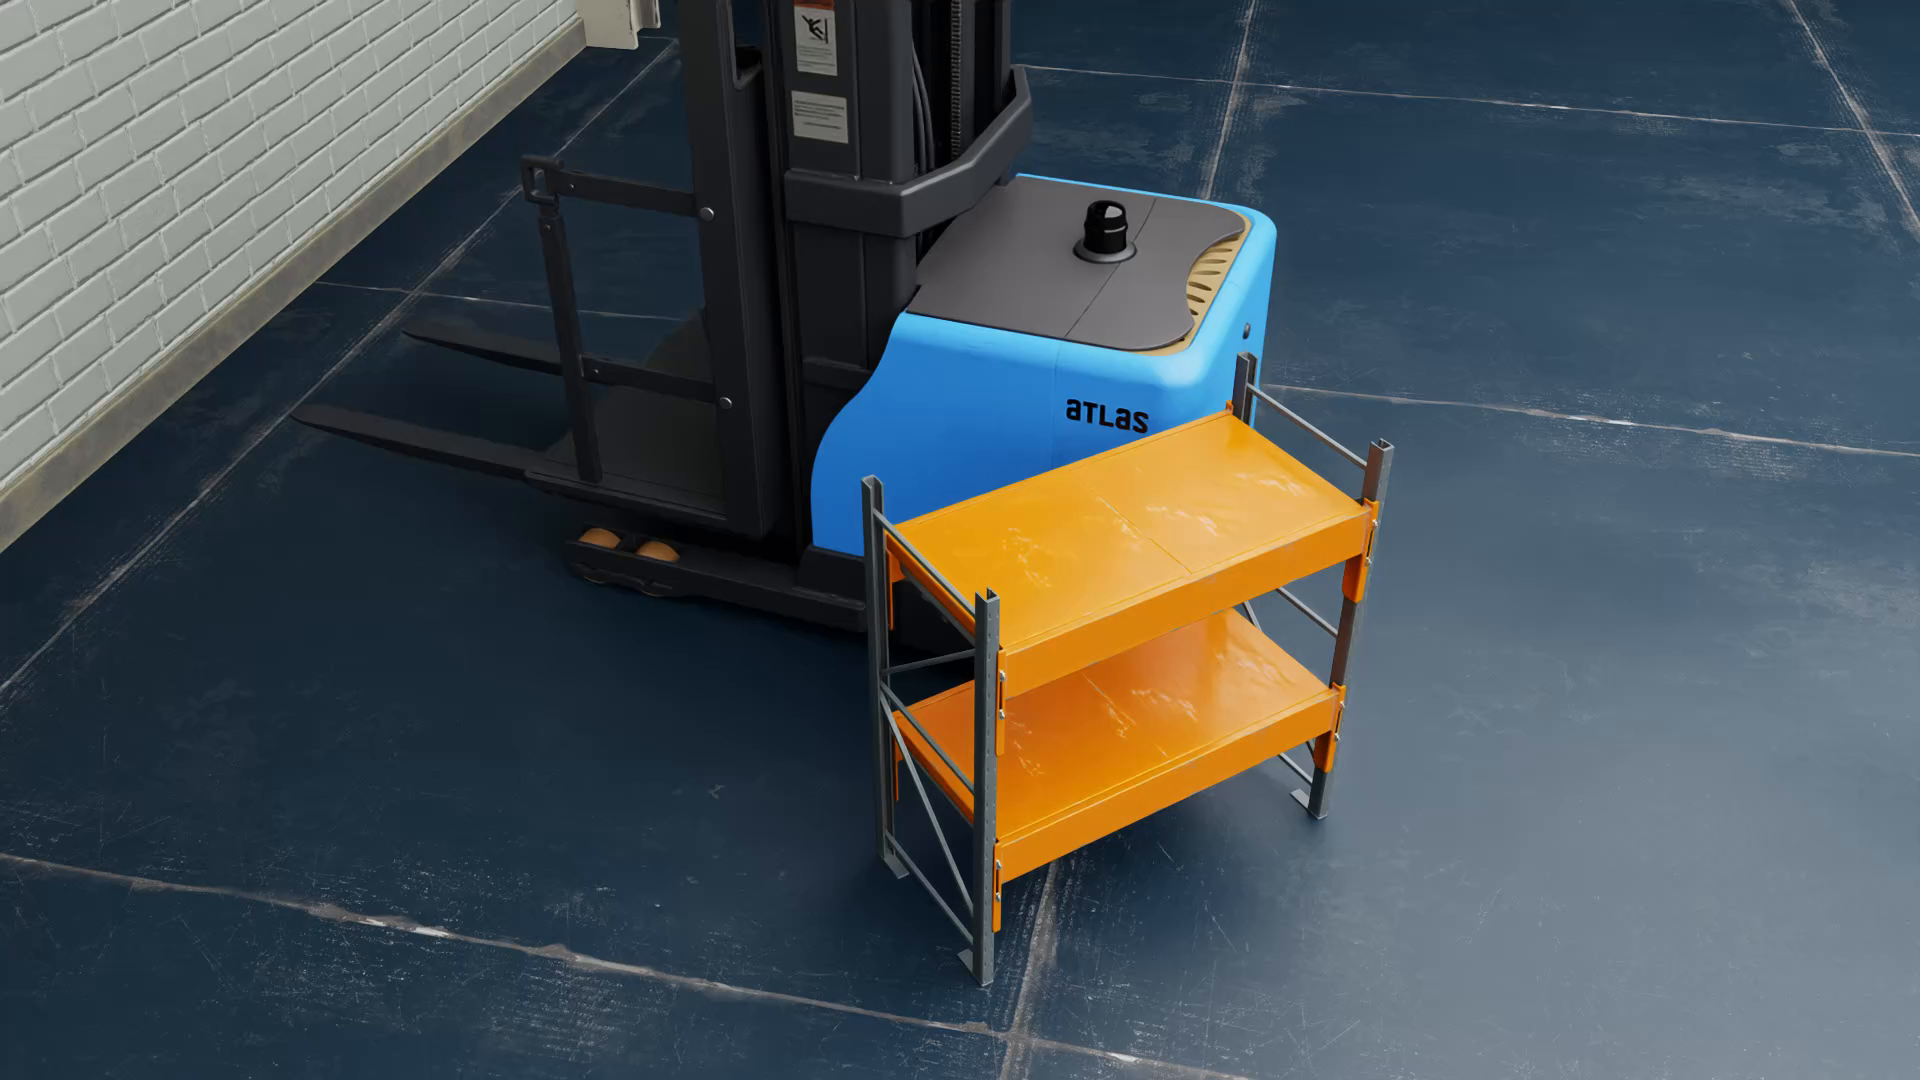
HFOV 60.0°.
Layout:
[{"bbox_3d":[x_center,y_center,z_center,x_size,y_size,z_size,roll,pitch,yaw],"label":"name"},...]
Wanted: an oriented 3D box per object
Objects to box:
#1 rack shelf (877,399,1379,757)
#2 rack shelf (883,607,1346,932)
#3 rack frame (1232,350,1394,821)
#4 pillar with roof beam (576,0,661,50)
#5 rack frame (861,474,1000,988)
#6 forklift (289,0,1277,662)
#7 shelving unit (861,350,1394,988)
[{"bbox_3d":[0.367,0.053,3.720,1.000,0.278,0.538,-20,40,-25],"label":"rack shelf"},{"bbox_3d":[0.367,0.487,4.036,1.000,0.278,0.538,-20,40,-25],"label":"rack shelf"},{"bbox_3d":[0.800,0.133,4.107,0.032,1.125,0.500,-20,40,-25],"label":"rack frame"},{"bbox_3d":[2.366,-5.847,5.650,9.100,9.000,0.400,7,37,10],"label":"pillar with roof beam"},{"bbox_3d":[-0.066,0.446,3.677,0.032,1.125,0.500,-20,40,-25],"label":"rack frame"},{"bbox_3d":[-0.662,-1.292,4.534,3.031,2.935,1.130,12,38,16],"label":"forklift"},{"bbox_3d":[0.367,0.290,3.892,1.048,1.125,0.538,-20,40,-25],"label":"shelving unit"}]
